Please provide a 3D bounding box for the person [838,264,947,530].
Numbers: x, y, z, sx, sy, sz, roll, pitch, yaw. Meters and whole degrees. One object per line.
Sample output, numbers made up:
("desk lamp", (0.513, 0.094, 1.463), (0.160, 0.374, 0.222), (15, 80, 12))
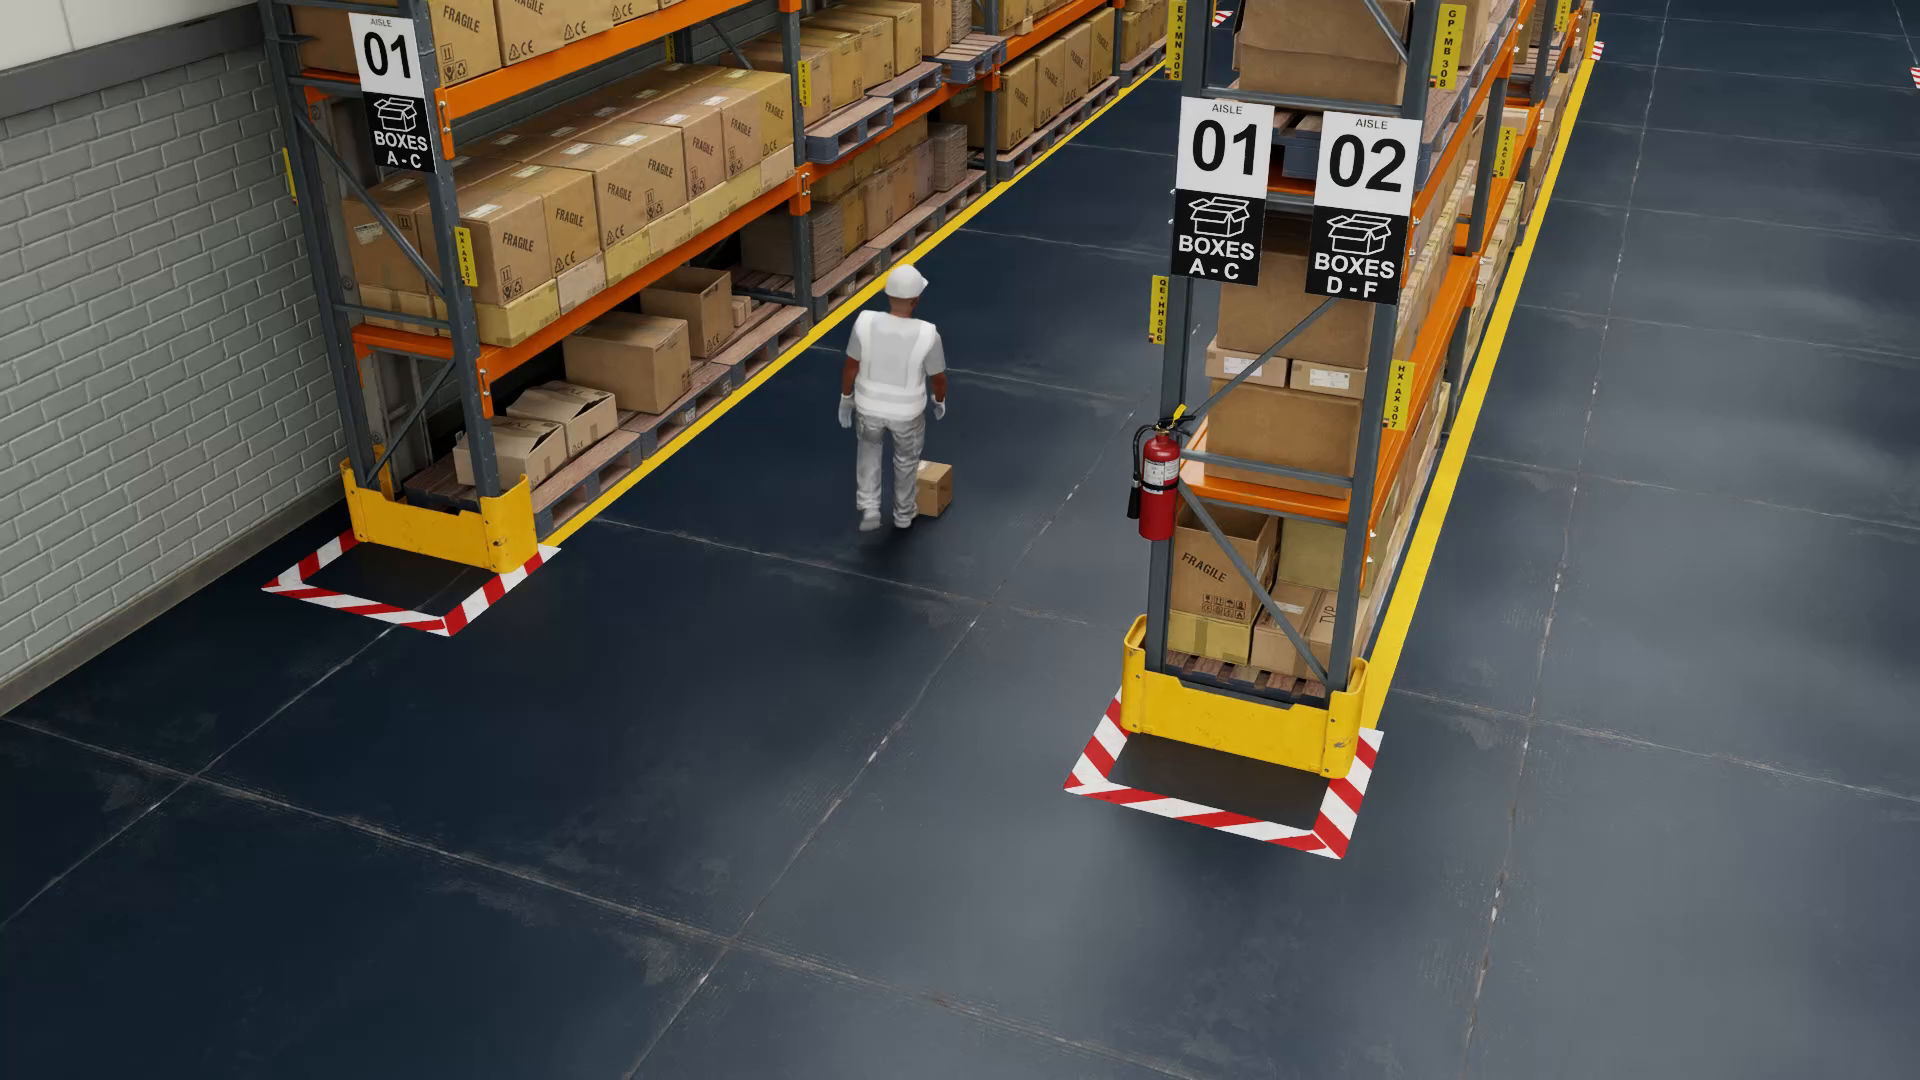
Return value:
("person", (-0.366, -0.832, 9.837), (0.639, 1.773, 0.655), (6, 30, 11))
